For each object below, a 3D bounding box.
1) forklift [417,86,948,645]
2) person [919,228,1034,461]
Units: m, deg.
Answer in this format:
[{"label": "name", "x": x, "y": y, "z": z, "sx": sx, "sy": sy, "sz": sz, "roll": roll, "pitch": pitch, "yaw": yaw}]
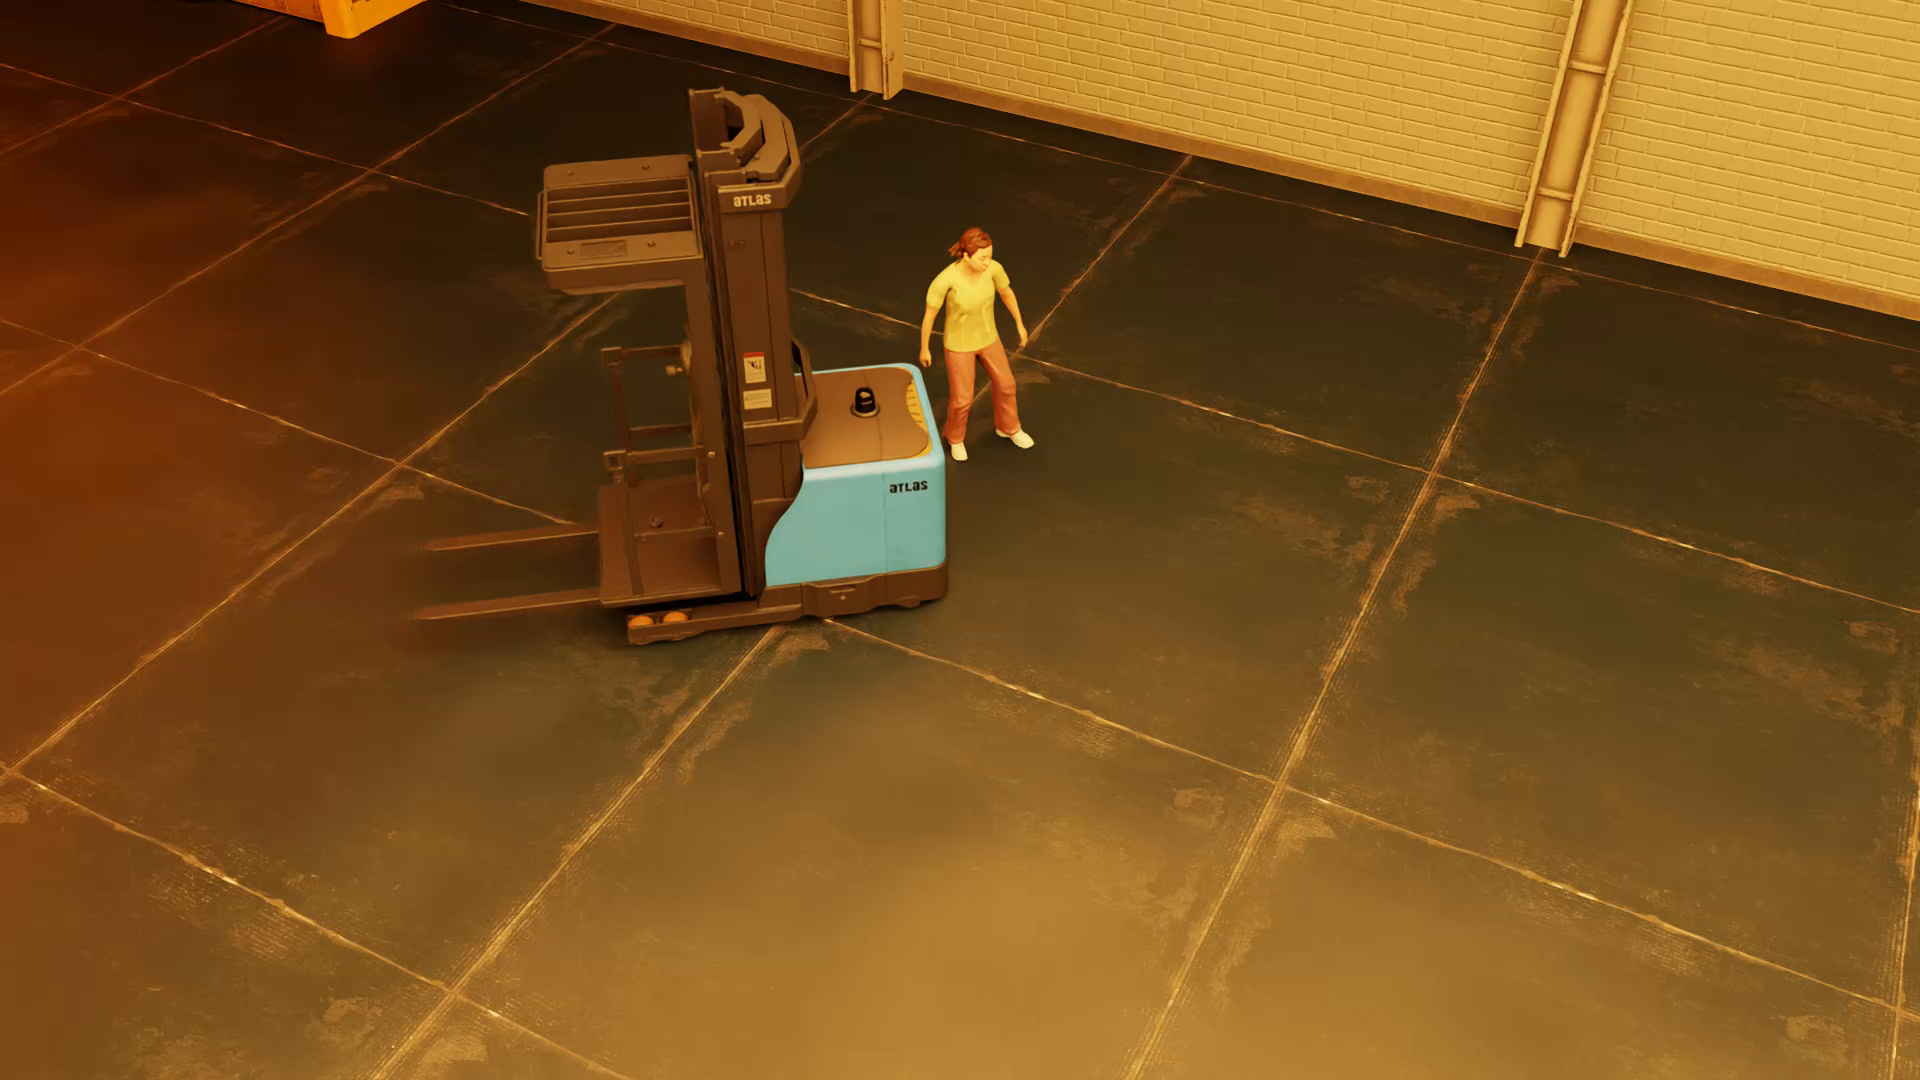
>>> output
[{"label": "forklift", "x": -1.636, "y": -0.890, "z": 9.043, "sx": 3.031, "sy": 2.935, "sz": 1.130, "roll": -7, "pitch": 41, "yaw": -8}, {"label": "person", "x": 0.099, "y": -1.239, "z": 10.455, "sx": 0.721, "sy": 1.650, "sz": 0.377, "roll": -18, "pitch": 43, "yaw": -20}]
